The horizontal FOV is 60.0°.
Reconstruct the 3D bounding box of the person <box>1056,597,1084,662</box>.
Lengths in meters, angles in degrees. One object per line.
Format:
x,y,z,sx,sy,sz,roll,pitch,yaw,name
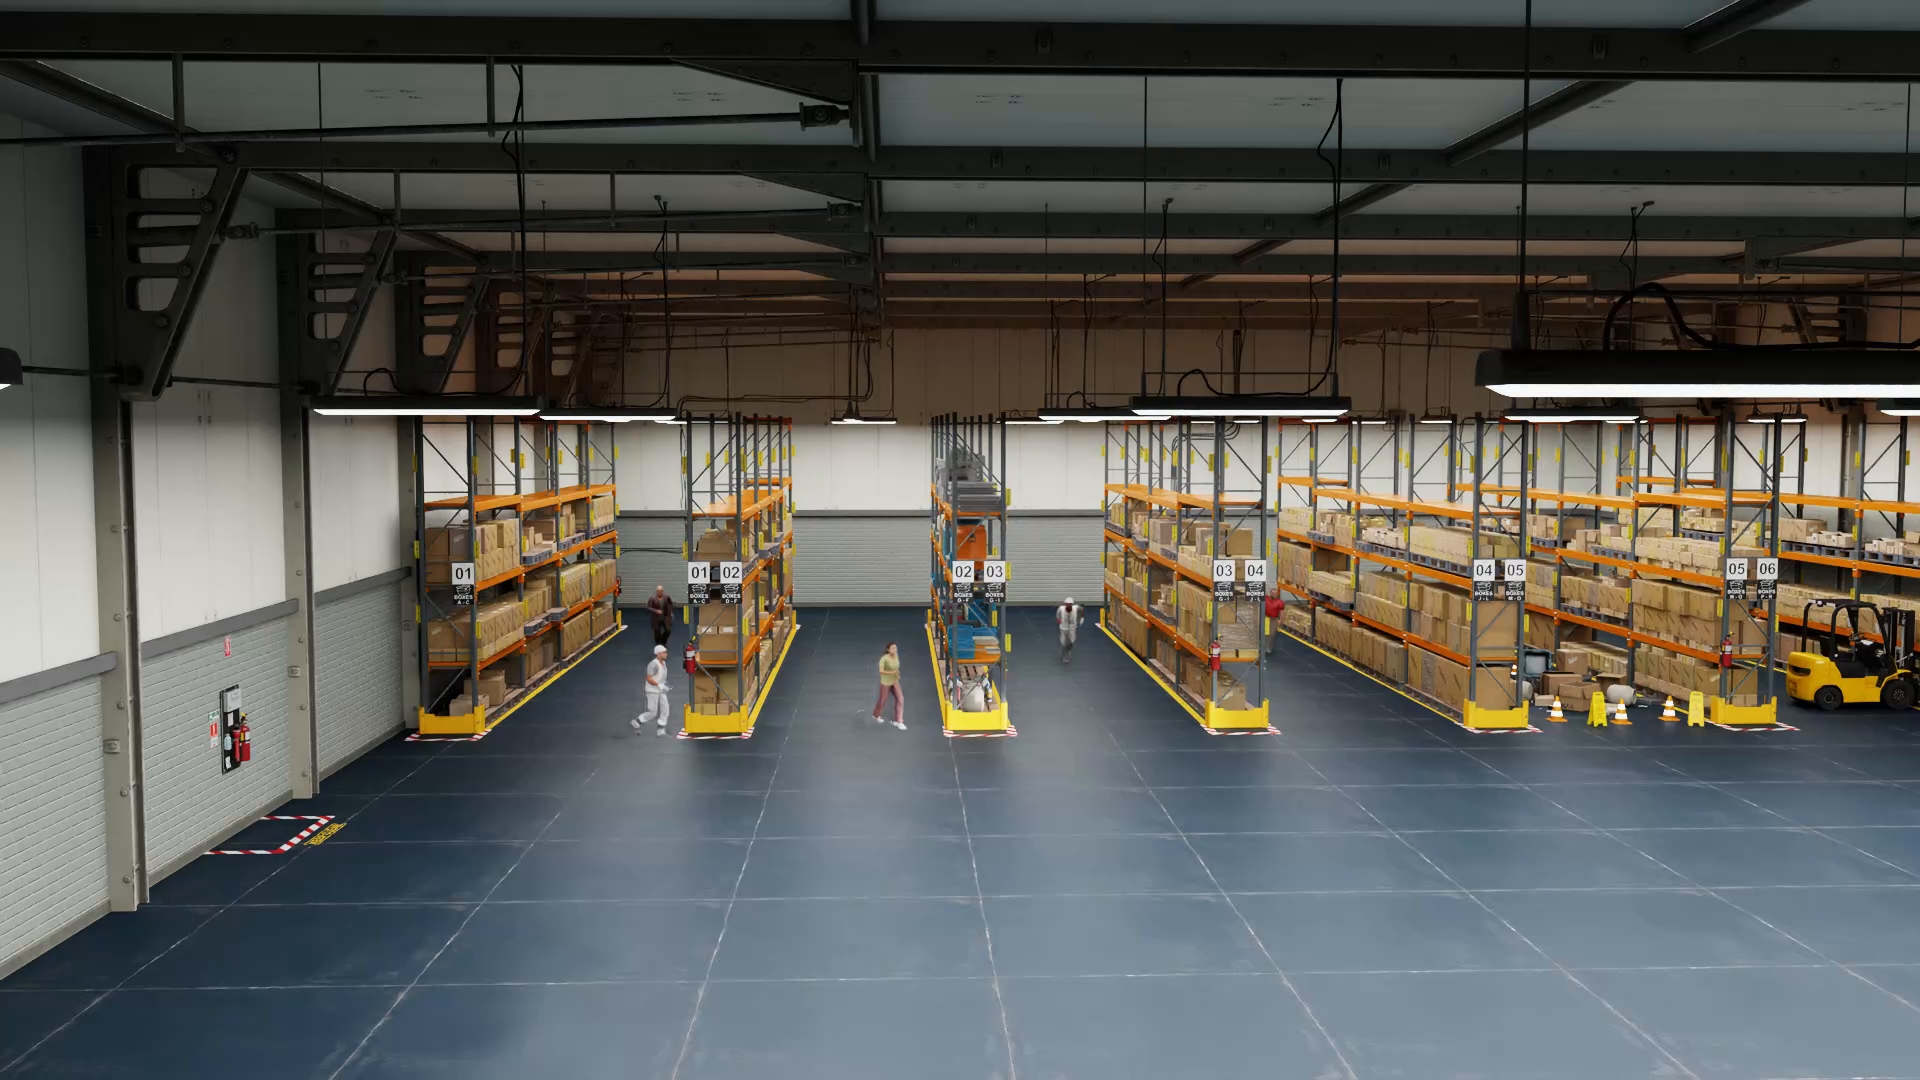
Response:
2.663,2.170,40.184,0.724,1.623,0.897,0,4,-4,person

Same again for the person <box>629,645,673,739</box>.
-5.662,2.781,30.487,0.842,1.740,0.664,1,4,18,person

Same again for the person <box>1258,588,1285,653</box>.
7.849,2.033,41.905,0.661,1.664,0.707,1,4,14,person

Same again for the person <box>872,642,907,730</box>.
-1.382,2.747,31.670,0.585,1.662,0.927,-3,5,-38,person

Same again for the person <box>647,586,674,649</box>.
-7.619,1.997,42.348,0.717,1.669,0.931,-1,4,-20,person
